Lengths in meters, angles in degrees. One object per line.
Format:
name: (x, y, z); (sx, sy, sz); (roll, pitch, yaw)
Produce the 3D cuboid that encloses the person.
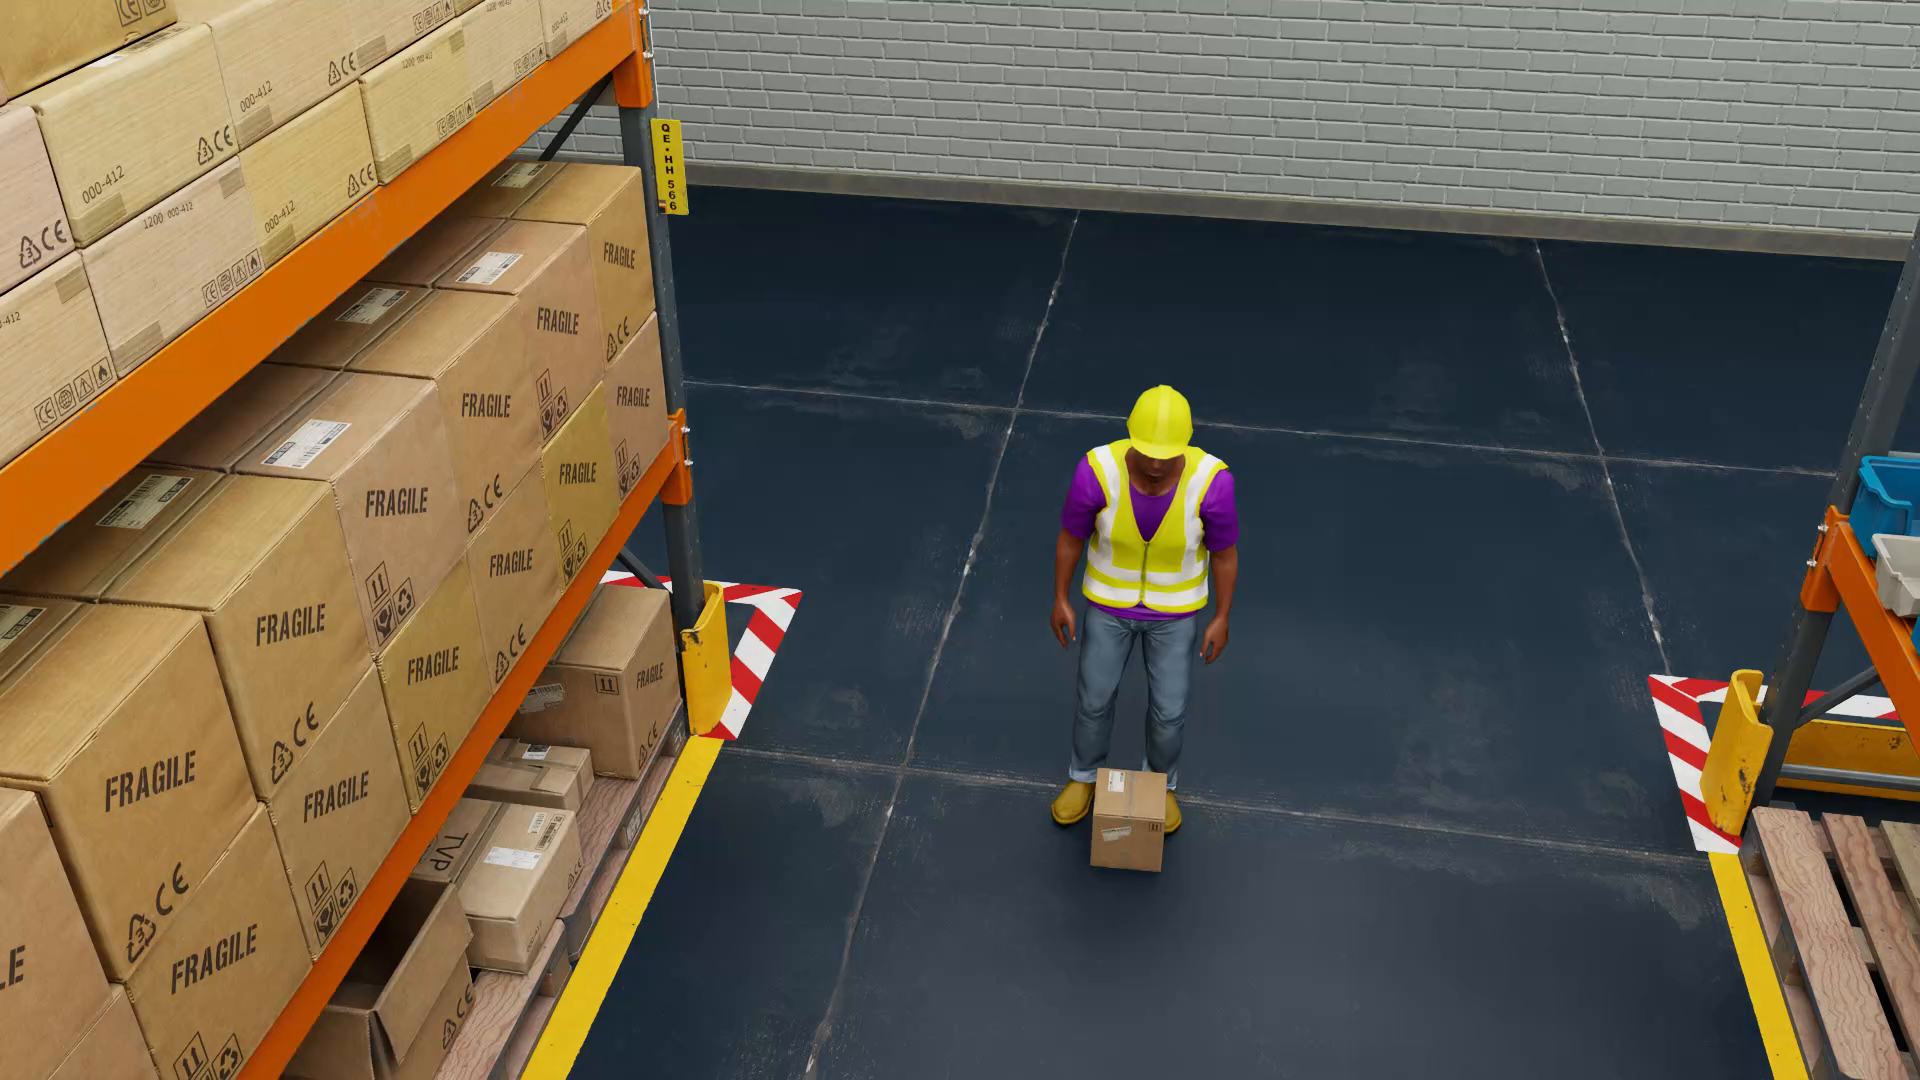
person: (0.625, 0.241, 5.738); (0.627, 1.760, 0.461); (5, 33, 8)
